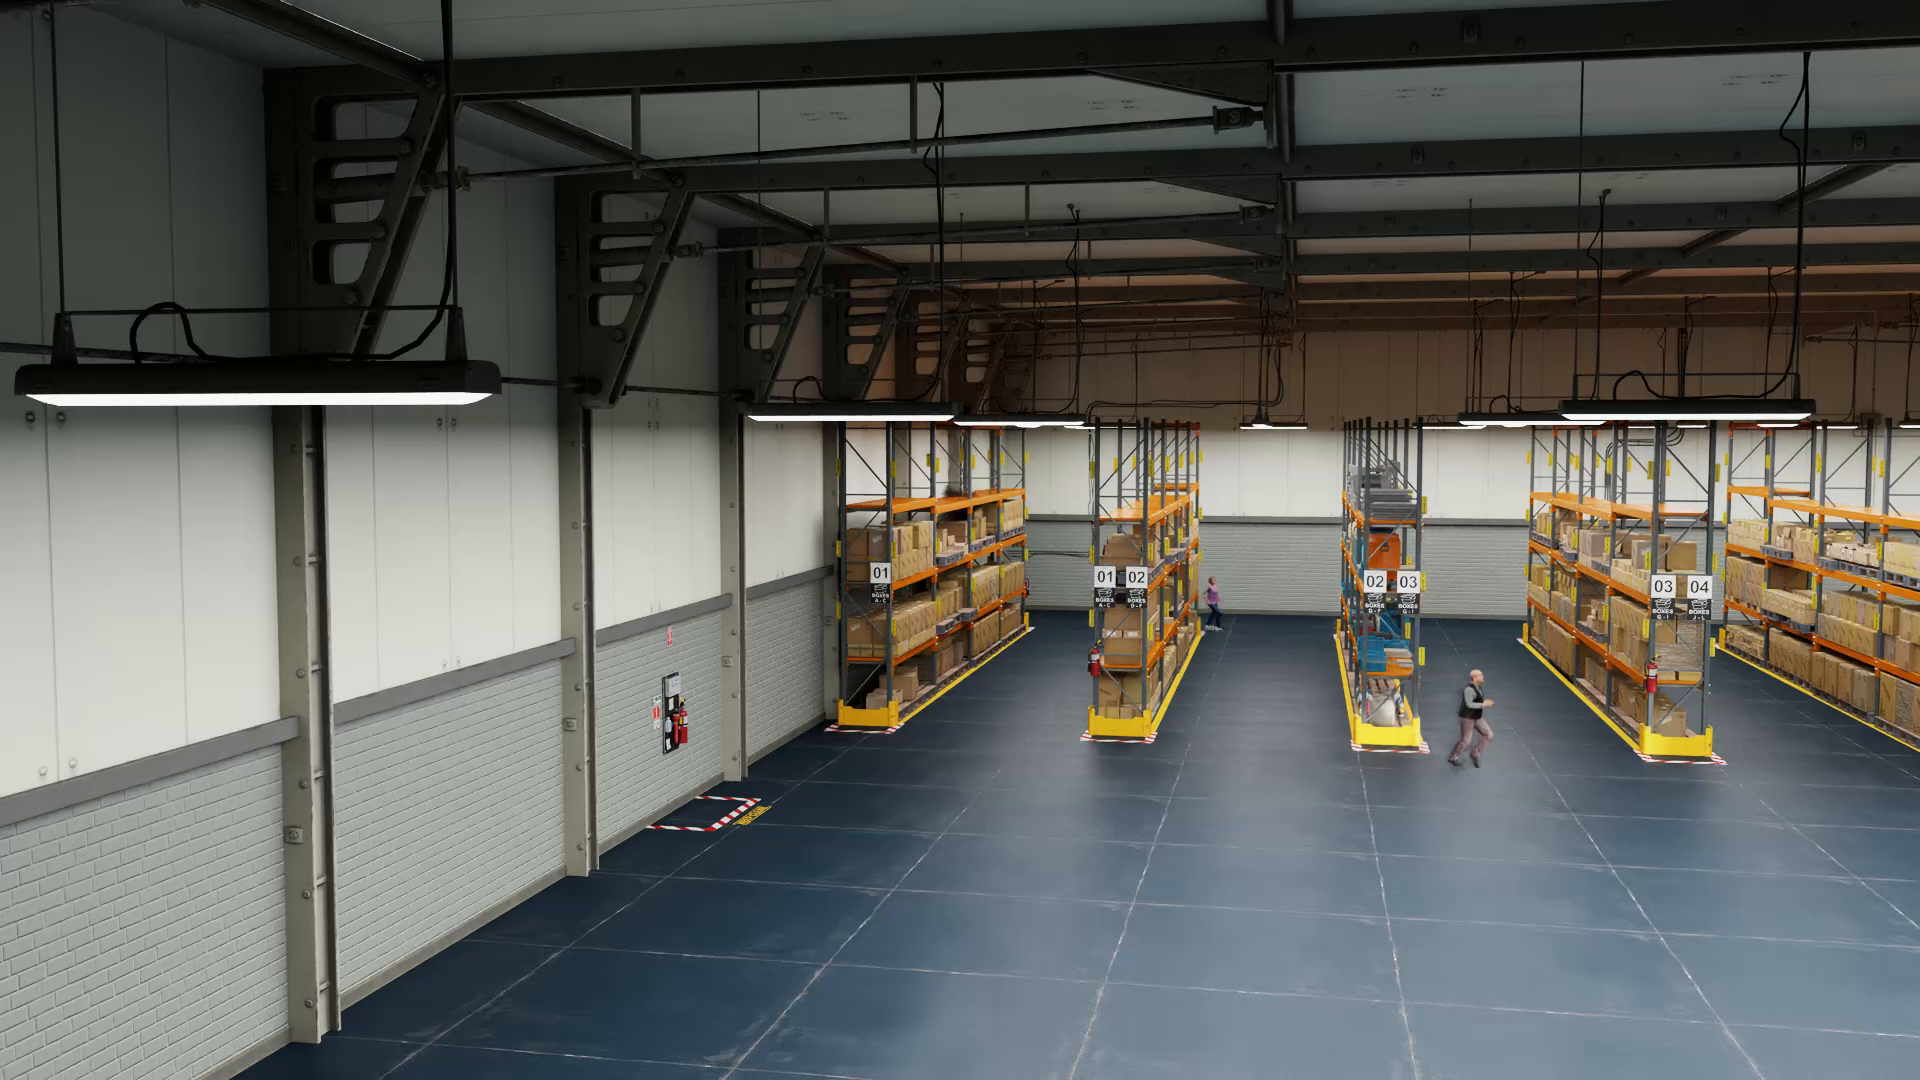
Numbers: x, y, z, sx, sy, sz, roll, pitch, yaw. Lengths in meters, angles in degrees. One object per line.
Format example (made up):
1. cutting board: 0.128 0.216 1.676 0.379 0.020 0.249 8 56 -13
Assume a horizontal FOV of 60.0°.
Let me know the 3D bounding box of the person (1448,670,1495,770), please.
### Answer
1. person: 8.663 3.036 28.147 0.805 1.709 0.682 3 5 38

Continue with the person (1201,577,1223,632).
1. person: 7.228 1.895 47.703 0.637 1.512 0.605 3 5 39
